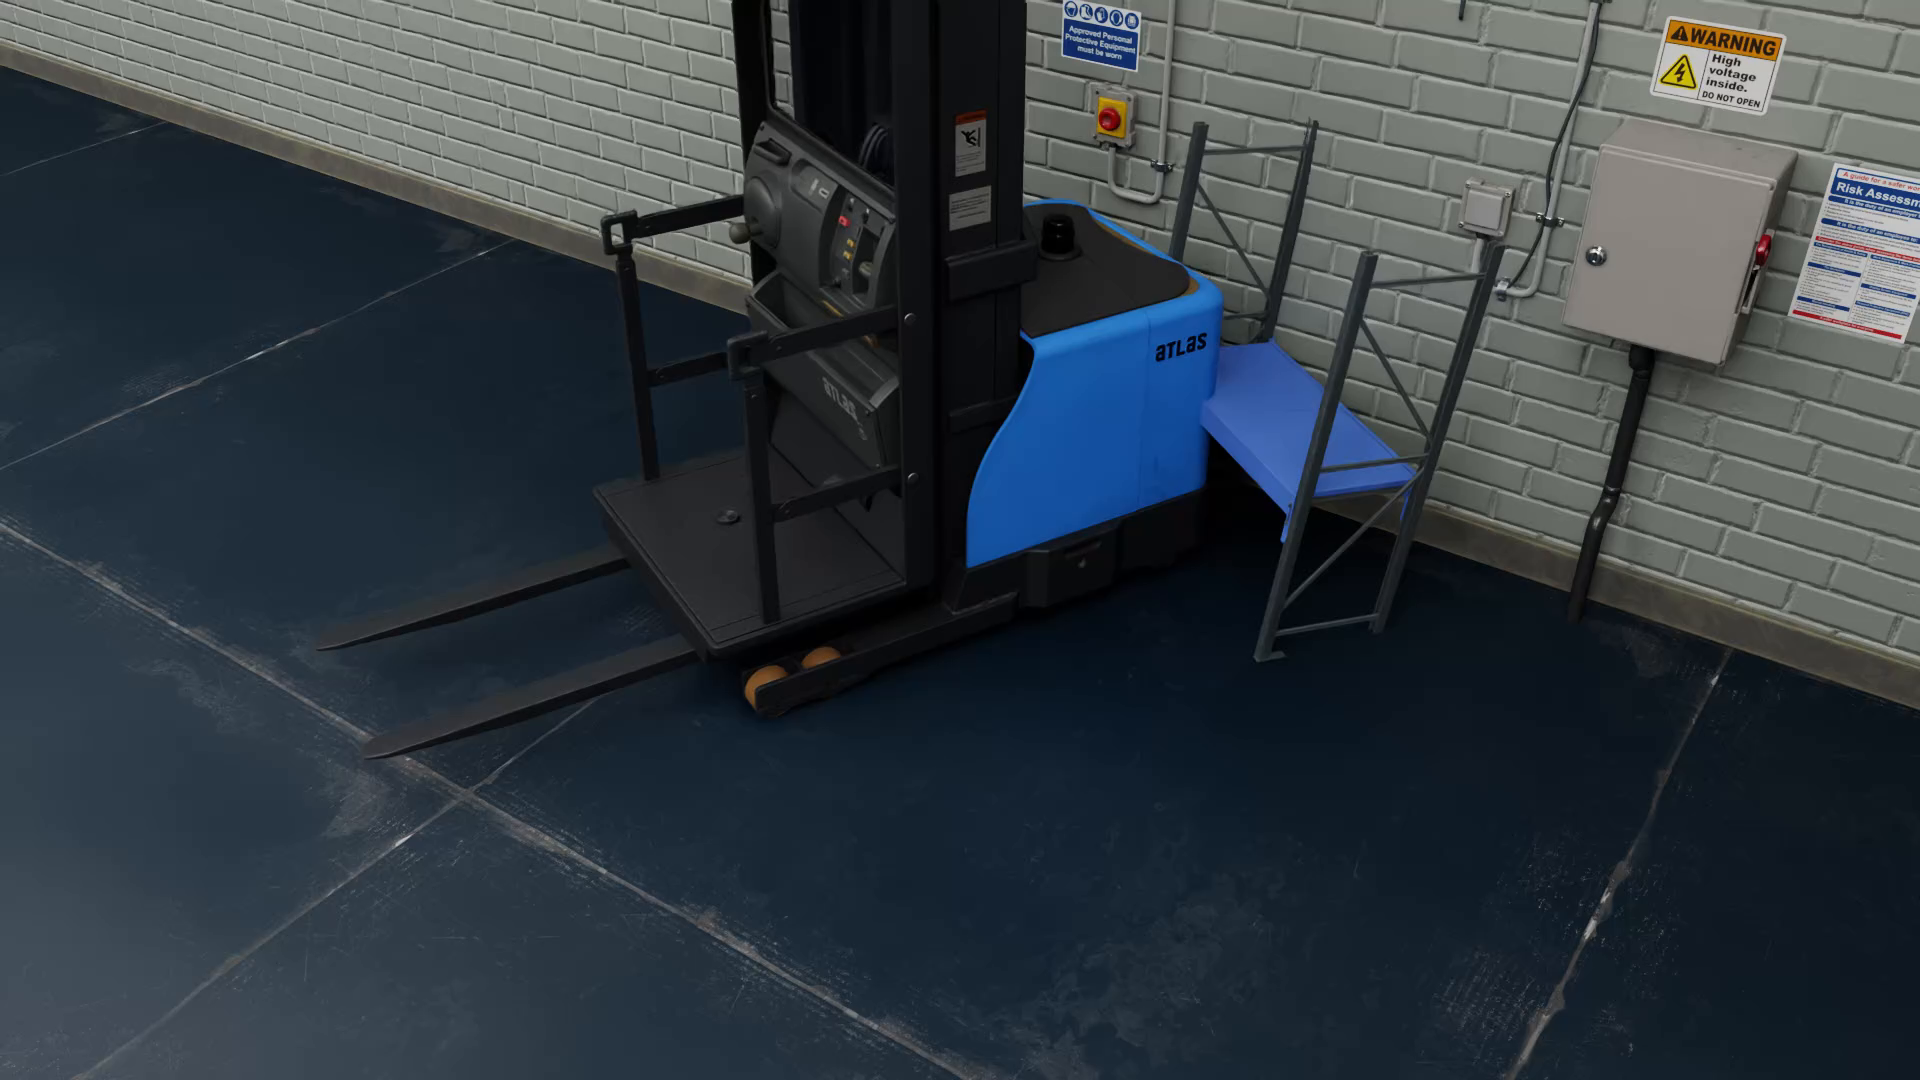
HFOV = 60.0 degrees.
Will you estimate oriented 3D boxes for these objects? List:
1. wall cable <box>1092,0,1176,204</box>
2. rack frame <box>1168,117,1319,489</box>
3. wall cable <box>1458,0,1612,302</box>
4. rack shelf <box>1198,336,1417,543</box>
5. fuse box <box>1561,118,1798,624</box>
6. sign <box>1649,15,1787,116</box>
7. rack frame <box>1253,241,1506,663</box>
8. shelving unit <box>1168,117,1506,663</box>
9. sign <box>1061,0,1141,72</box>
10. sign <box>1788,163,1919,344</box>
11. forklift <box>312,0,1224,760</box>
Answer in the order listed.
[{"bbox_3d":[0.515,-2.116,5.767,0.585,1.953,0.123,21,39,28],"label":"wall cable"},{"bbox_3d":[0.937,-0.806,6.059,0.500,1.500,0.032,-8,37,-21],"label":"rack frame"},{"bbox_3d":[1.687,-1.656,5.114,0.588,1.984,0.122,21,39,28],"label":"wall cable"},{"bbox_3d":[1.105,-0.375,5.782,0.538,0.185,1.000,-8,37,-21],"label":"rack shelf"},{"bbox_3d":[2.158,-0.411,5.330,0.539,1.711,0.414,21,39,28],"label":"fuse box"},{"bbox_3d":[2.230,-1.399,4.904,0.339,0.242,0.001,21,39,28],"label":"sign"},{"bbox_3d":[1.313,-0.240,5.303,0.500,1.500,0.032,-8,37,-21],"label":"rack frame"},{"bbox_3d":[1.125,-0.523,5.681,0.538,1.500,1.048,-8,37,-21],"label":"shelving unit"},{"bbox_3d":[0.510,-1.838,6.049,0.327,0.218,0.001,21,39,28],"label":"sign"},{"bbox_3d":[2.681,-0.842,4.903,0.329,0.494,0.001,21,39,28],"label":"sign"},{"bbox_3d":[-0.623,-0.978,5.079,3.031,2.935,1.130,-18,38,-25],"label":"forklift"}]
